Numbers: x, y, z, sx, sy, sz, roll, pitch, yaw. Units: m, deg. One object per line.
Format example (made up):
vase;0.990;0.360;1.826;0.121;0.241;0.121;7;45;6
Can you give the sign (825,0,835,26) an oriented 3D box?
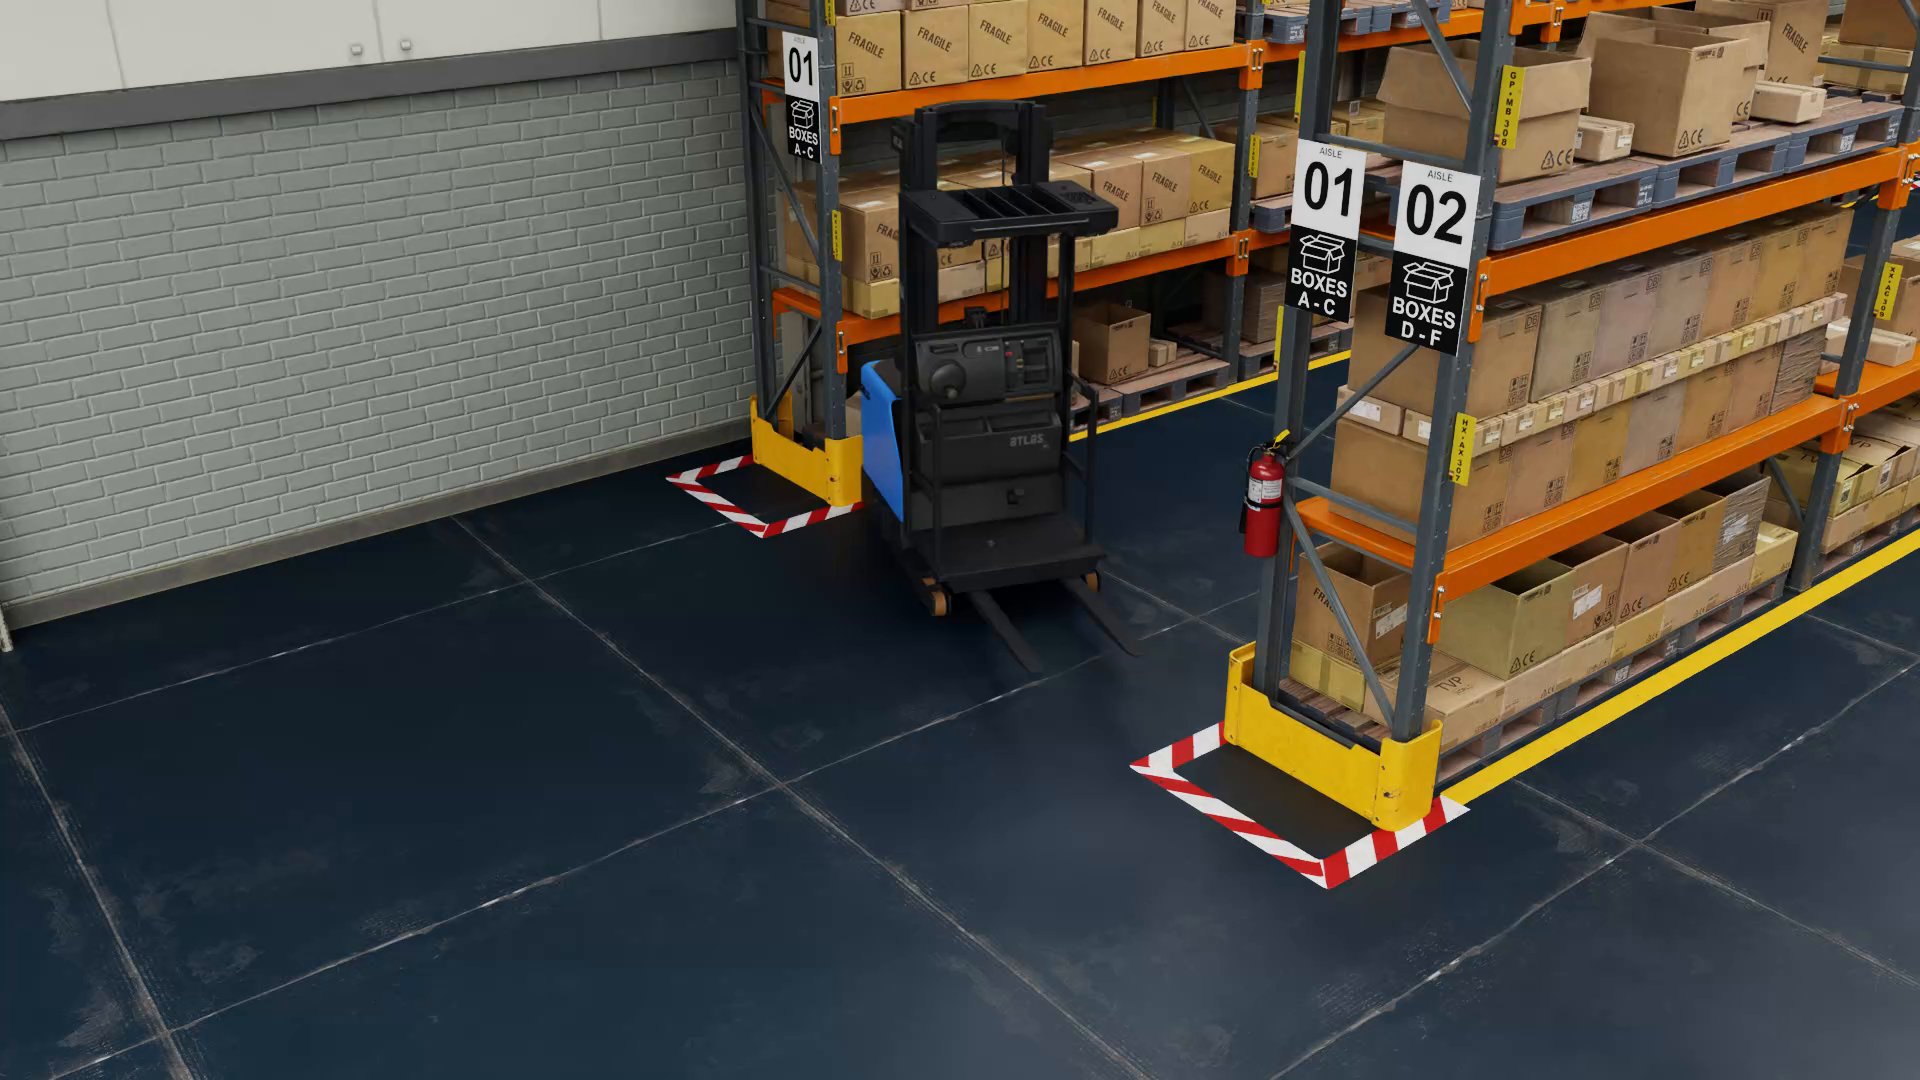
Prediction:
sign;-0.816;-3.379;10.367;0.005;0.325;0.100;-18;31;-34

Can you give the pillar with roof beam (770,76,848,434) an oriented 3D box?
pillar with roof beam;1.522;-3.565;8.243;0.400;9.000;9.100;-18;31;-34

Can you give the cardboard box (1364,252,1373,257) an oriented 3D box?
cardboard box;3.721;-2.819;15.317;0.500;0.250;0.500;-18;31;-34

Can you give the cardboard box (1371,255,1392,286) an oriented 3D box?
cardboard box;3.759;-2.508;15.537;0.500;0.500;0.700;-18;31;-34

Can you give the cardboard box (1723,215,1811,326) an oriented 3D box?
cardboard box;4.314;-1.586;9.444;0.500;0.500;0.700;-18;31;-34

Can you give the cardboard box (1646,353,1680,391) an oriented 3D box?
cardboard box;3.560;-0.931;8.804;0.250;0.149;0.380;-18;30;-34

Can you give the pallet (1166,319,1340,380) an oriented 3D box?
pallet;2.608;-1.779;14.832;1.213;0.211;1.003;-18;31;-34

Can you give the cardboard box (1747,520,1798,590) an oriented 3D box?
cardboard box;4.826;0.049;10.349;0.500;0.250;0.500;-18;31;-34

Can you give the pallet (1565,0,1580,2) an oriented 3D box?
pallet;5.618;-5.340;15.854;1.003;0.211;1.213;-17;30;-32

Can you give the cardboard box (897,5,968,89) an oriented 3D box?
cardboard box;-0.289;-3.349;11.196;0.500;0.500;0.500;-16;29;-31

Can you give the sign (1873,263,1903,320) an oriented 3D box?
sign;5.400;-1.446;9.680;0.005;0.325;0.100;-18;31;-34

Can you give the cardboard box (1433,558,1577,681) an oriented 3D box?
cardboard box;2.860;0.359;8.791;0.500;0.500;0.500;-18;31;-34

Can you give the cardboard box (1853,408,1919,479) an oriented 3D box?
cardboard box;6.339;-0.686;11.267;0.500;0.311;0.500;-19;31;-36

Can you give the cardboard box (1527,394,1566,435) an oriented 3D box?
cardboard box;2.754;-0.666;8.232;0.250;0.149;0.380;-18;30;-34

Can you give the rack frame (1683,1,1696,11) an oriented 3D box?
rack frame;8.292;-4.919;18.286;0.127;3.000;1.000;-18;31;-34

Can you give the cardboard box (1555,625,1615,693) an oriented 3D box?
cardboard box;3.253;0.568;9.229;0.500;0.250;0.500;-18;31;-34

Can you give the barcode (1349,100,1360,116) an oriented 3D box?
barcode;1.848;-2.024;7.795;0.075;0.075;0.001;-18;31;-34

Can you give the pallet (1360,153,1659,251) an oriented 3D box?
pallet;2.481;-1.657;7.800;1.213;0.211;1.003;-18;31;-34

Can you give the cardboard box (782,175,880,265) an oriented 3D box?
cardboard box;-0.911;-2.276;11.854;0.500;0.500;0.500;-19;31;-35

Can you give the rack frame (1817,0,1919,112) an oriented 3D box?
rack frame;5.056;-3.922;9.011;0.127;3.000;1.000;-18;31;-34

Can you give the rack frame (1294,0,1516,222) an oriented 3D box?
rack frame;1.909;-2.883;6.773;0.127;3.000;1.000;-18;31;-34

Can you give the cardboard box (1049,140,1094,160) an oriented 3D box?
cardboard box;0.693;-2.808;13.002;0.500;0.500;0.500;-17;30;-33

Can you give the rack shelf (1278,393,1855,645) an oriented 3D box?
rack shelf;3.482;-0.355;9.306;4.000;0.370;1.077;-18;31;-34

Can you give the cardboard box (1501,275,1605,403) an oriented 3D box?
cardboard box;2.736;-1.065;8.321;0.500;0.500;0.700;-19;31;-35

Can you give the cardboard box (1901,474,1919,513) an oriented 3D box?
cardboard box;6.336;-0.435;11.391;0.500;0.250;0.500;-19;31;-36

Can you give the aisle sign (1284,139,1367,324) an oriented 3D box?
aisle sign;1.676;-1.421;7.661;0.004;0.787;0.394;-18;31;-34

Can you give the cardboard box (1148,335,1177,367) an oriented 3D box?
cardboard box;1.594;-1.606;13.991;0.380;0.166;0.250;22;33;39

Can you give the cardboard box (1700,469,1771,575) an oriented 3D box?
cardboard box;4.426;-0.165;9.920;0.500;0.500;0.500;-18;31;-34

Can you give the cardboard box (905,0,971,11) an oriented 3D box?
cardboard box;-0.272;-3.804;10.989;0.500;0.500;0.500;-19;31;-35

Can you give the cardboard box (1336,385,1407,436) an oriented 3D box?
cardboard box;2.092;-0.664;8.228;0.250;0.149;0.380;-19;31;-35

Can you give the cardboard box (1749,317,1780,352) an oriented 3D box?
cardboard box;4.368;-1.198;9.379;0.250;0.149;0.380;-18;31;-34

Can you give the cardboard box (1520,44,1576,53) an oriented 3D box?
cardboard box;5.751;-4.747;16.528;0.500;0.250;0.500;-19;31;-36

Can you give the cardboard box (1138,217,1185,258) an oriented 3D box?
cardboard box;1.414;-2.432;13.081;0.500;0.250;0.500;-18;30;-34

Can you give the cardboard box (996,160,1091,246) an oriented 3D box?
cardboard box;0.614;-2.503;12.343;0.500;0.500;0.500;-17;30;-32

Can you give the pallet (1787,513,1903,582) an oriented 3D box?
pallet;5.612;-0.140;11.302;1.213;0.211;1.003;-18;31;-34

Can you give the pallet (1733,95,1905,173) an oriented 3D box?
pallet;4.401;-2.291;9.166;1.213;0.211;1.003;-18;31;-34

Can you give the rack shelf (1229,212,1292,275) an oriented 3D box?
rack shelf;3.570;-3.034;15.079;4.000;0.370;1.077;-18;31;-34

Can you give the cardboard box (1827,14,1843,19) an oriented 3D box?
cardboard box;11.044;-5.958;20.169;0.700;0.700;0.980;-17;30;-32

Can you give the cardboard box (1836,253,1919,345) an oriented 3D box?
cardboard box;6.085;-1.577;10.966;0.500;0.500;0.500;-16;29;-30

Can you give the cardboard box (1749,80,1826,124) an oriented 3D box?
cardboard box;4.276;-2.298;8.708;0.250;0.149;0.380;-18;31;-34

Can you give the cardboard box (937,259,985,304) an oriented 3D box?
cardboard box;-0.171;-1.904;11.944;0.500;0.250;0.500;-19;31;-36

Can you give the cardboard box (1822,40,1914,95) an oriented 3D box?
cardboard box;5.547;-2.841;9.924;0.500;0.250;0.500;-15;29;-29

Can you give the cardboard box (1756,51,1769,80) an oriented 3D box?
cardboard box;4.072;-2.591;9.148;0.500;0.311;0.500;-20;32;-37

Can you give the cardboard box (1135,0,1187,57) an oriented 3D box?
cardboard box;1.346;-3.916;12.418;0.500;0.500;0.500;-21;32;-38

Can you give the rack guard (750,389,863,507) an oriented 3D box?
rack guard;-1.091;-0.688;12.138;0.348;0.500;1.175;-18;31;-34

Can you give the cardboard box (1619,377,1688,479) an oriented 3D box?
cardboard box;3.500;-0.727;9.135;0.500;0.500;0.700;-17;30;-33

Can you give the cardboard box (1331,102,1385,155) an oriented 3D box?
cardboard box;3.361;-3.531;14.654;0.500;0.500;0.700;-14;28;-27

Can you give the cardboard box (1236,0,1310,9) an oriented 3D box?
cardboard box;2.476;-4.553;13.316;0.500;0.500;0.500;-14;28;-27

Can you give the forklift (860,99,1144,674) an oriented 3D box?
forklift;0.248;-1.044;10.018;1.130;2.935;3.031;-8;26;-16
